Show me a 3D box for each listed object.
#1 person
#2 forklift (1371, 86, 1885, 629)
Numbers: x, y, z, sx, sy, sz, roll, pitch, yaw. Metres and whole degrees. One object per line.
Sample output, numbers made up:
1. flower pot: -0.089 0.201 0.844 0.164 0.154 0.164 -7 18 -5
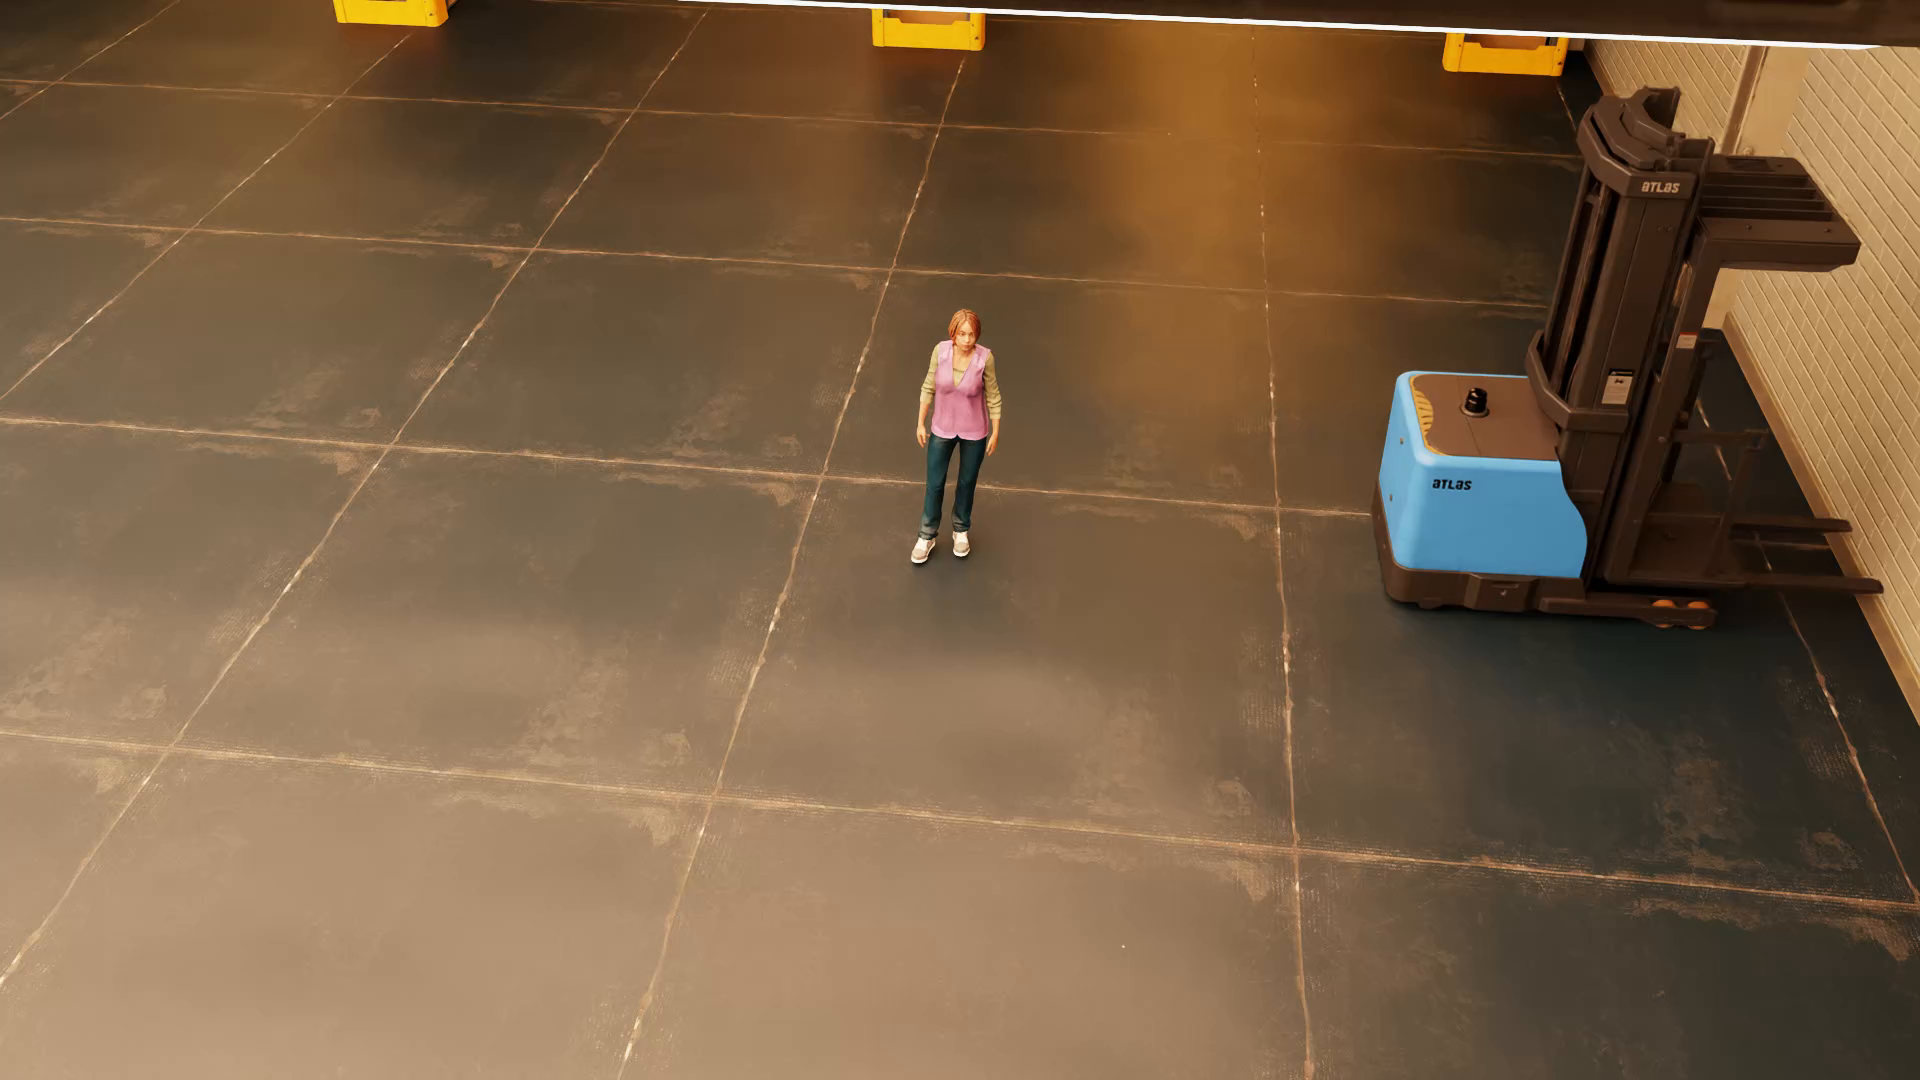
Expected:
1. person: -0.023 -0.605 9.964 0.521 1.599 0.473 4 37 6
2. forklift: 4.102 -0.985 9.366 3.031 2.935 1.130 3 37 4
